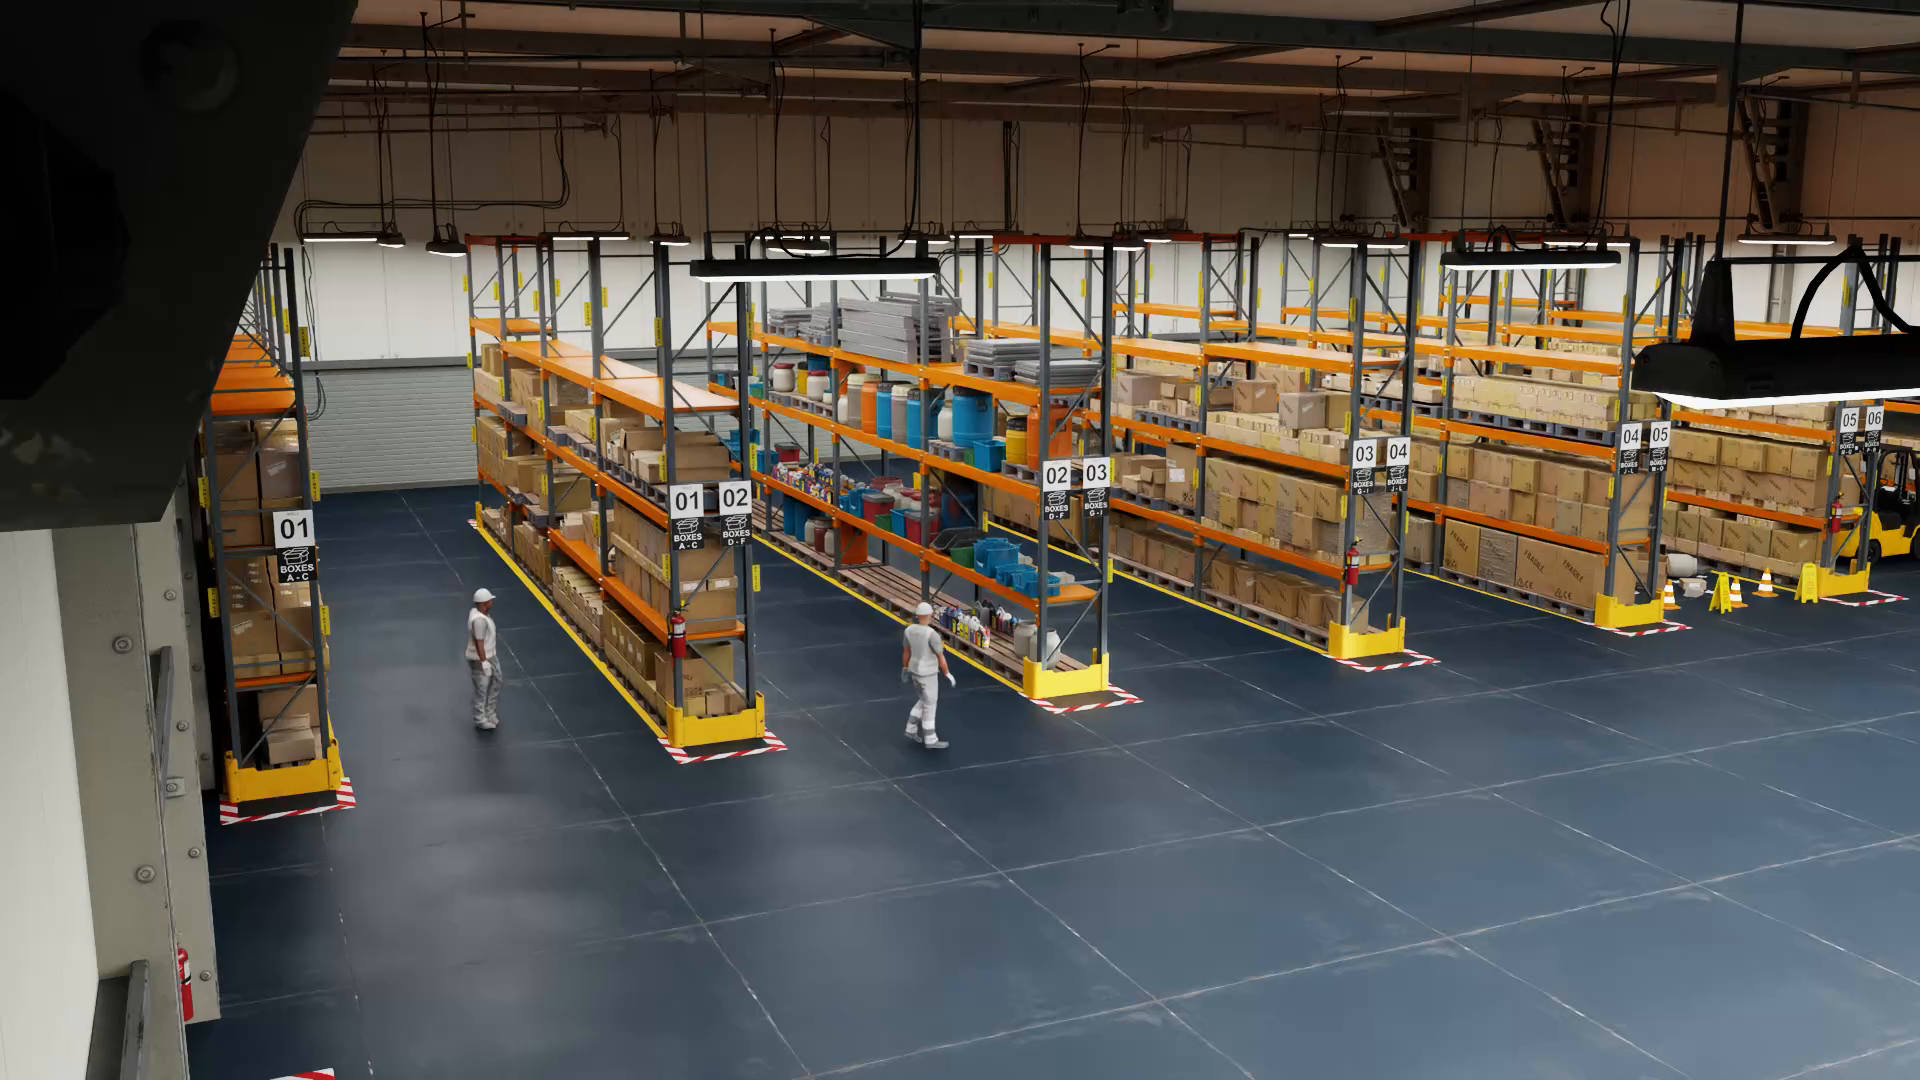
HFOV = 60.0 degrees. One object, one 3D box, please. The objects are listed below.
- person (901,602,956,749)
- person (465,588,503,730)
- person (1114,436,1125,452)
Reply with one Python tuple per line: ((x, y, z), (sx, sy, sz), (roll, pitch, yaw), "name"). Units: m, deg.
((-0.395, 1.620, 20.047), (0.492, 1.791, 0.643), (-7, 13, -32), "person")
((-5.968, 1.524, 20.859), (0.451, 1.867, 0.585), (2, 11, 10), "person")
((3.995, -2.829, 43.030), (0.539, 1.746, 0.619), (6, 12, 28), "person")
